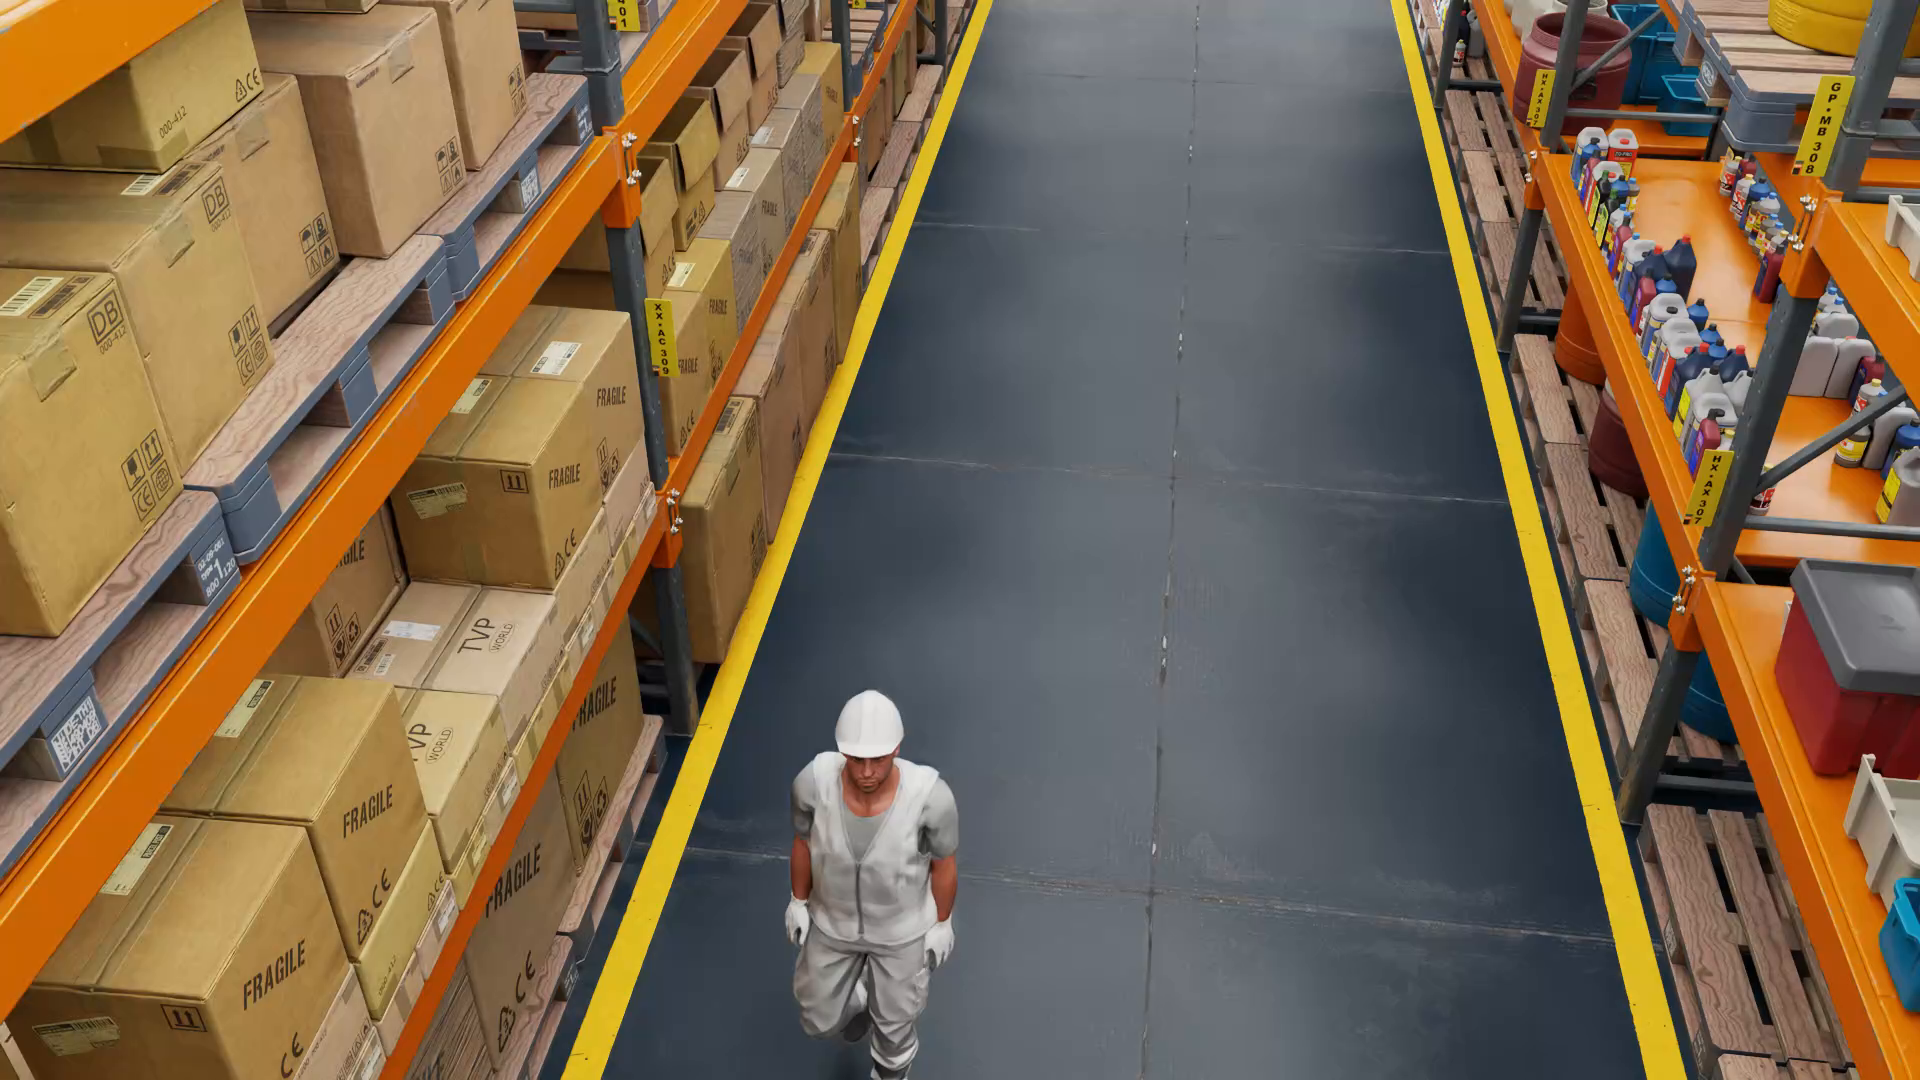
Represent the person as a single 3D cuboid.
[{"bbox_3d":[-0.285,1.185,5.327,0.563,1.779,0.569,6,36,8],"label":"person"}]
